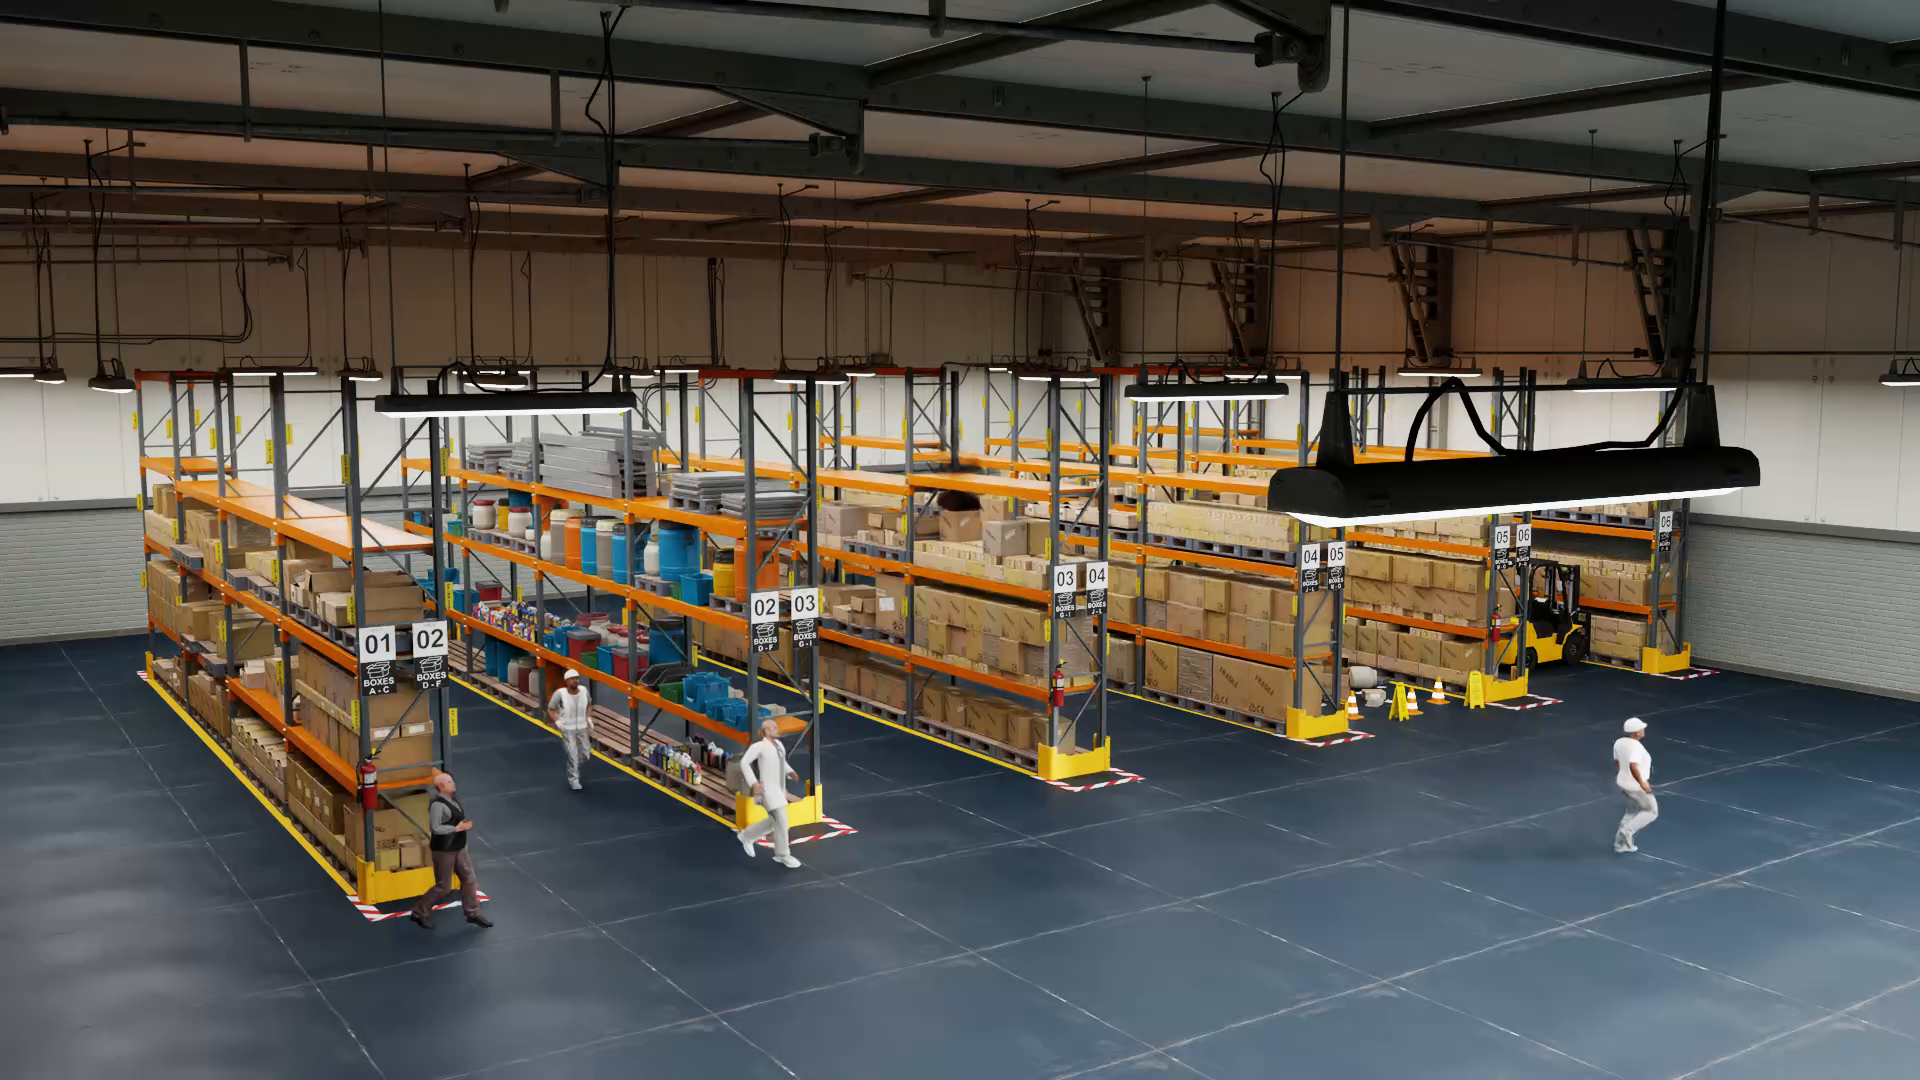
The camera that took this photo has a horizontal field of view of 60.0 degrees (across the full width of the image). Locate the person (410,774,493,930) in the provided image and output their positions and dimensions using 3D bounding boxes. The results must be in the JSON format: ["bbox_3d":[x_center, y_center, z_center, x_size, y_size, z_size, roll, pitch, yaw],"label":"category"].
[{"bbox_3d":[-5.579,3.413,18.159,0.848,1.748,0.663,0,6,3],"label":"person"}]

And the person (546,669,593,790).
[{"bbox_3d":[-5.662,2.735,24.198,0.703,1.745,0.596,-5,8,-35],"label":"person"}]

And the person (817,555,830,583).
[{"bbox_3d":[-3.410,0.801,42.100,0.741,1.625,0.708,-2,7,-14],"label":"person"}]

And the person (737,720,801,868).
[{"bbox_3d":[-2.312,3.132,20.721,0.856,1.766,0.748,3,7,22],"label":"person"}]

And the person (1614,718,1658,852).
[{"bbox_3d":[8.567,3.101,21.040,0.583,1.720,0.695,-1,7,-10],"label":"person"}]
